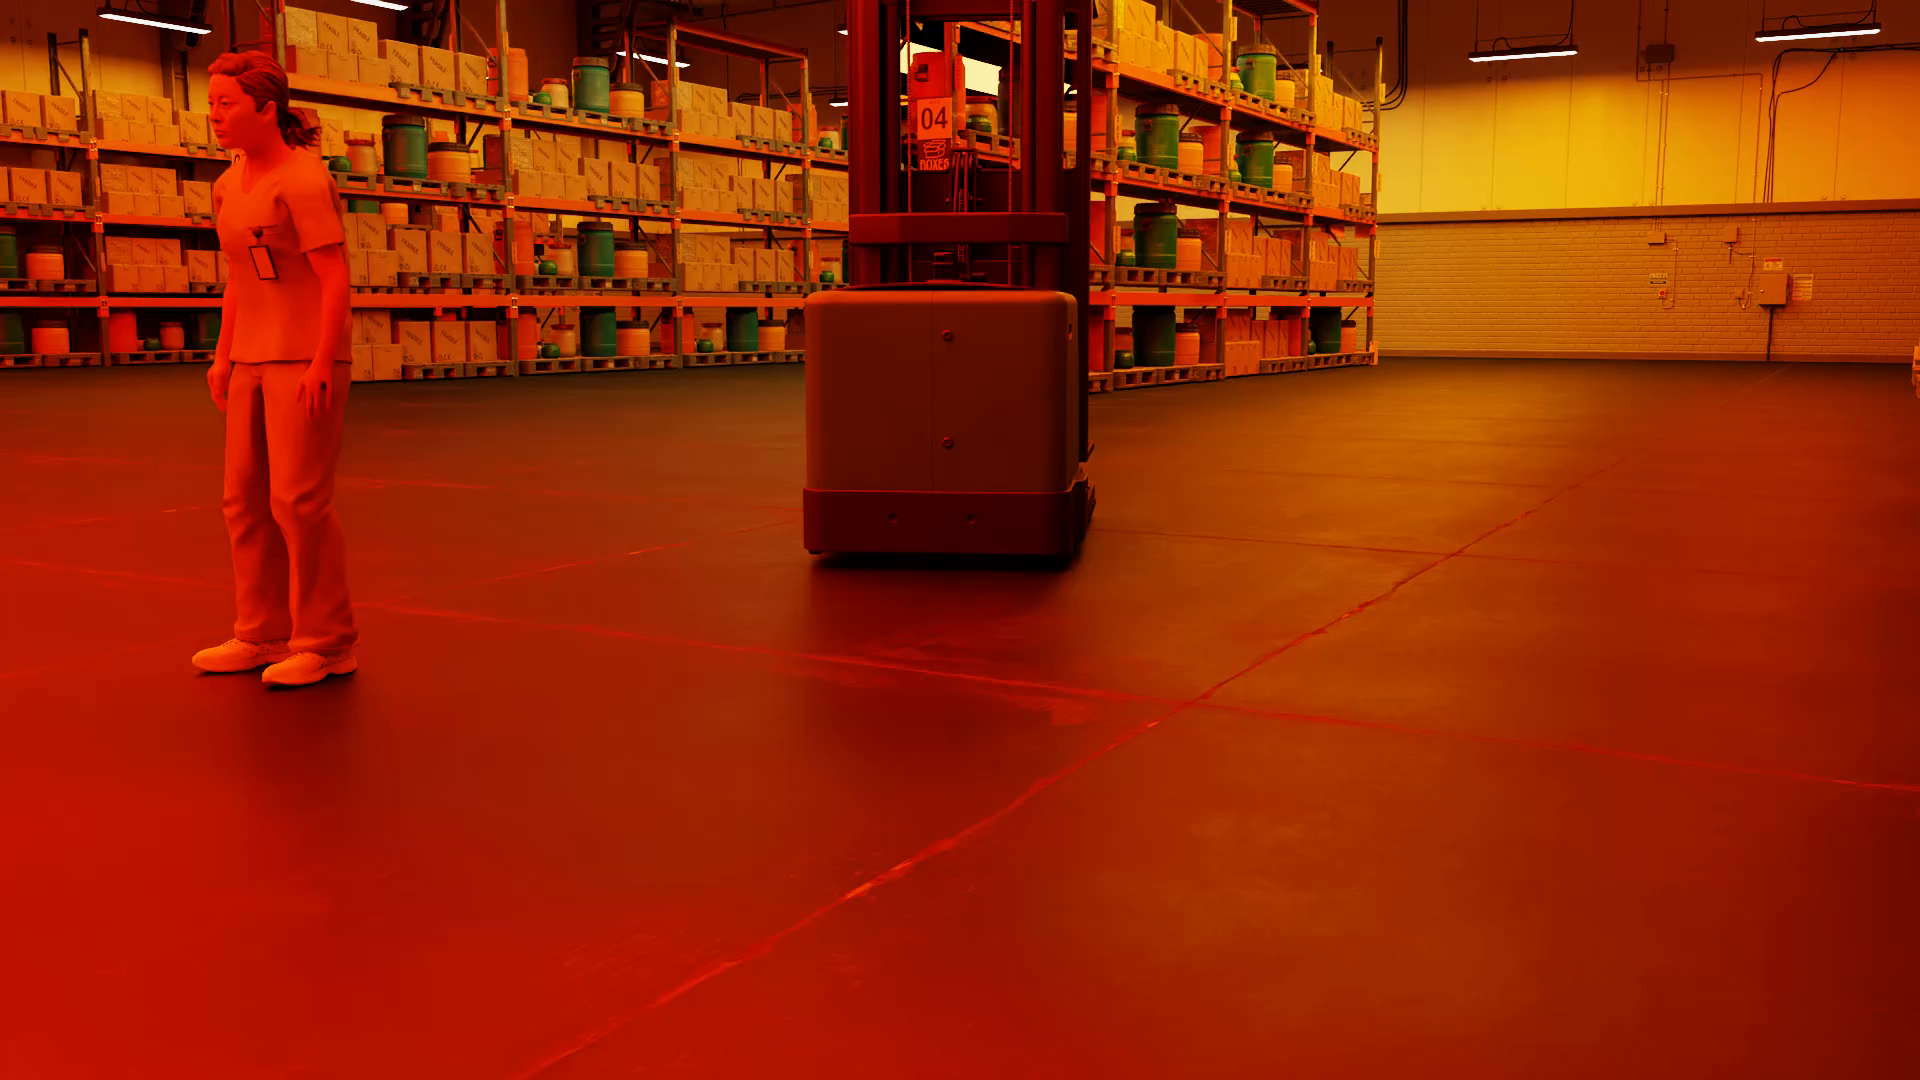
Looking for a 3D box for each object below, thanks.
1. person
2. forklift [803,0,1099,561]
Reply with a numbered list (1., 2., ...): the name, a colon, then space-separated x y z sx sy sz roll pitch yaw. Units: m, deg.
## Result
1. person: -1.848 -0.454 4.511 0.504 1.667 0.353 5 10 34
2. forklift: 0.072 -1.535 7.712 1.130 2.935 3.031 1 8 7
